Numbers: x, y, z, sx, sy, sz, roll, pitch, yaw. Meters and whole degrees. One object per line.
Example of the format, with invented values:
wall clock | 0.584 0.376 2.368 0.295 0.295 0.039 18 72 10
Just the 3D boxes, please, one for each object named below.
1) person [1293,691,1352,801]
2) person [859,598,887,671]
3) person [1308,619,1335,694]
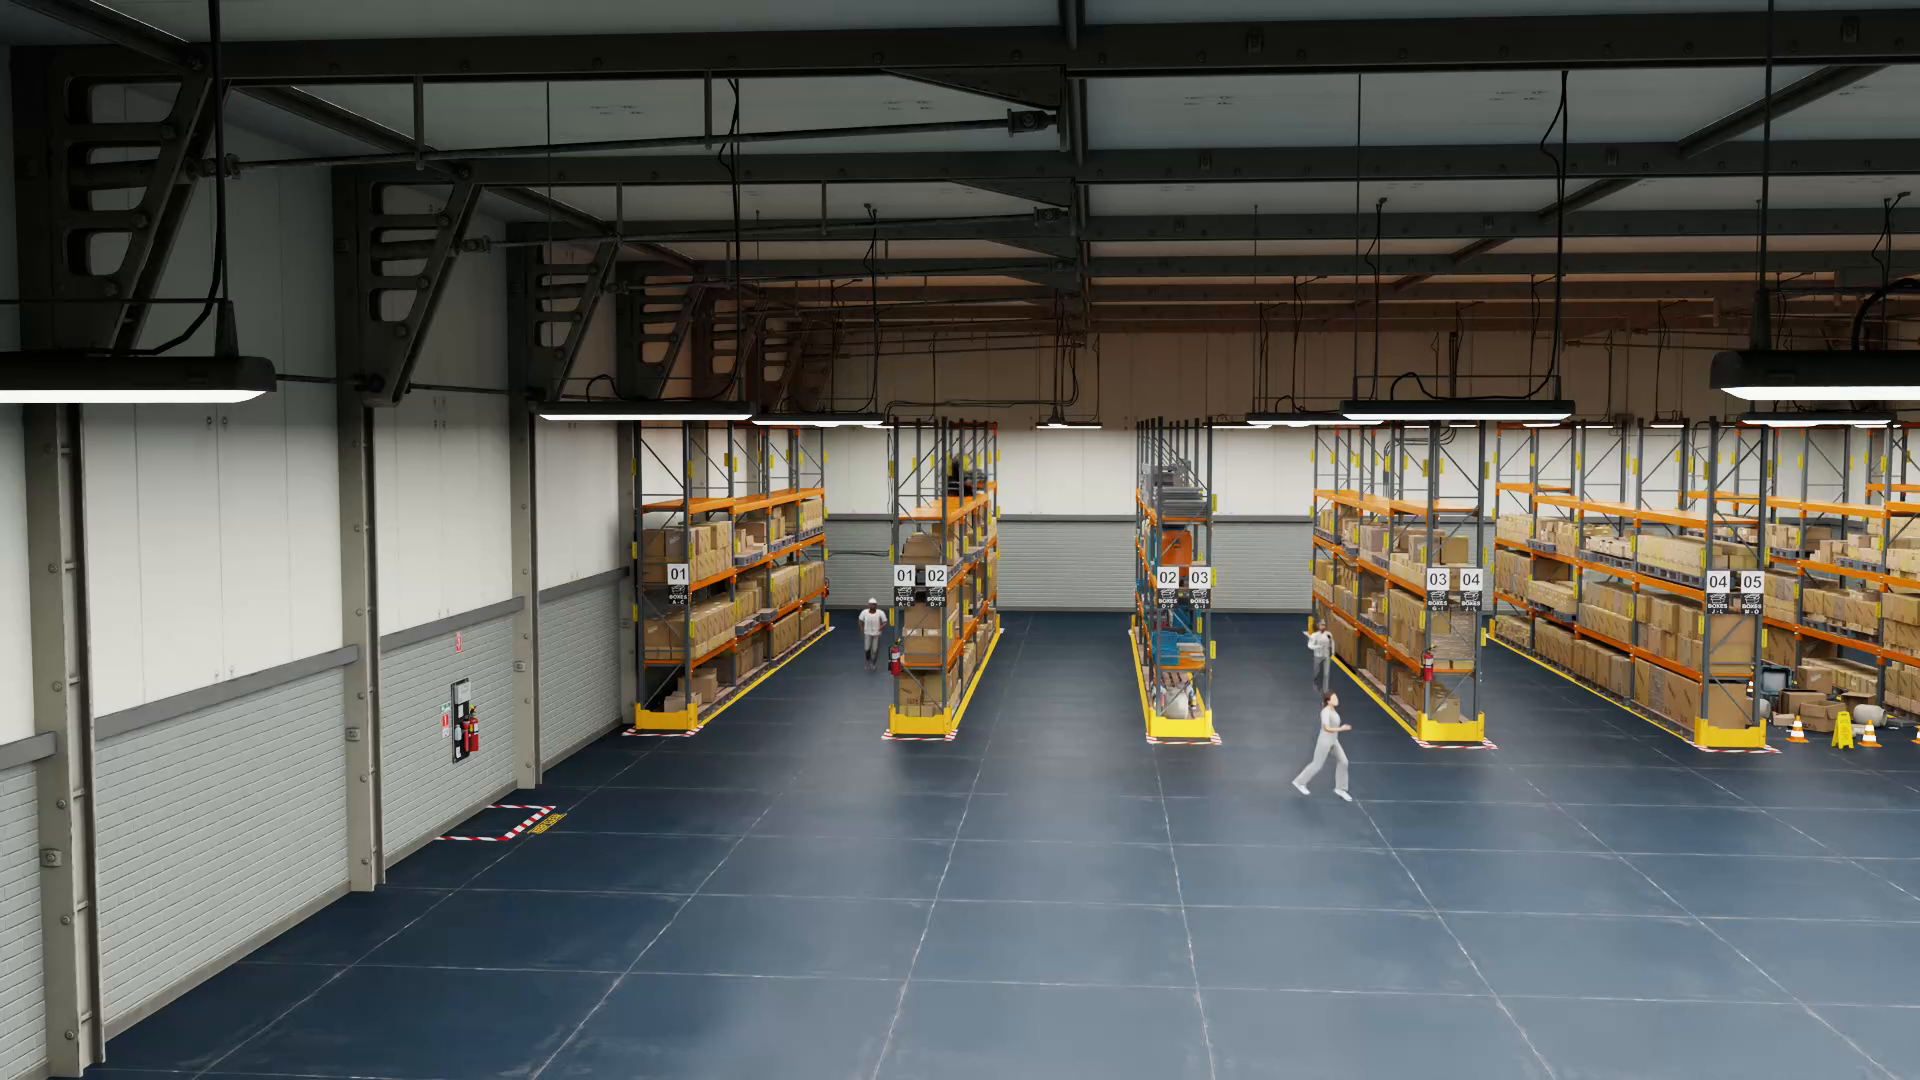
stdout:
person | 5.678 3.214 25.940 0.902 1.668 0.575 2 4 32
person | -2.084 2.260 39.668 0.699 1.741 0.640 0 4 0
person | 7.803 2.525 35.834 0.617 1.673 0.923 0 4 1
